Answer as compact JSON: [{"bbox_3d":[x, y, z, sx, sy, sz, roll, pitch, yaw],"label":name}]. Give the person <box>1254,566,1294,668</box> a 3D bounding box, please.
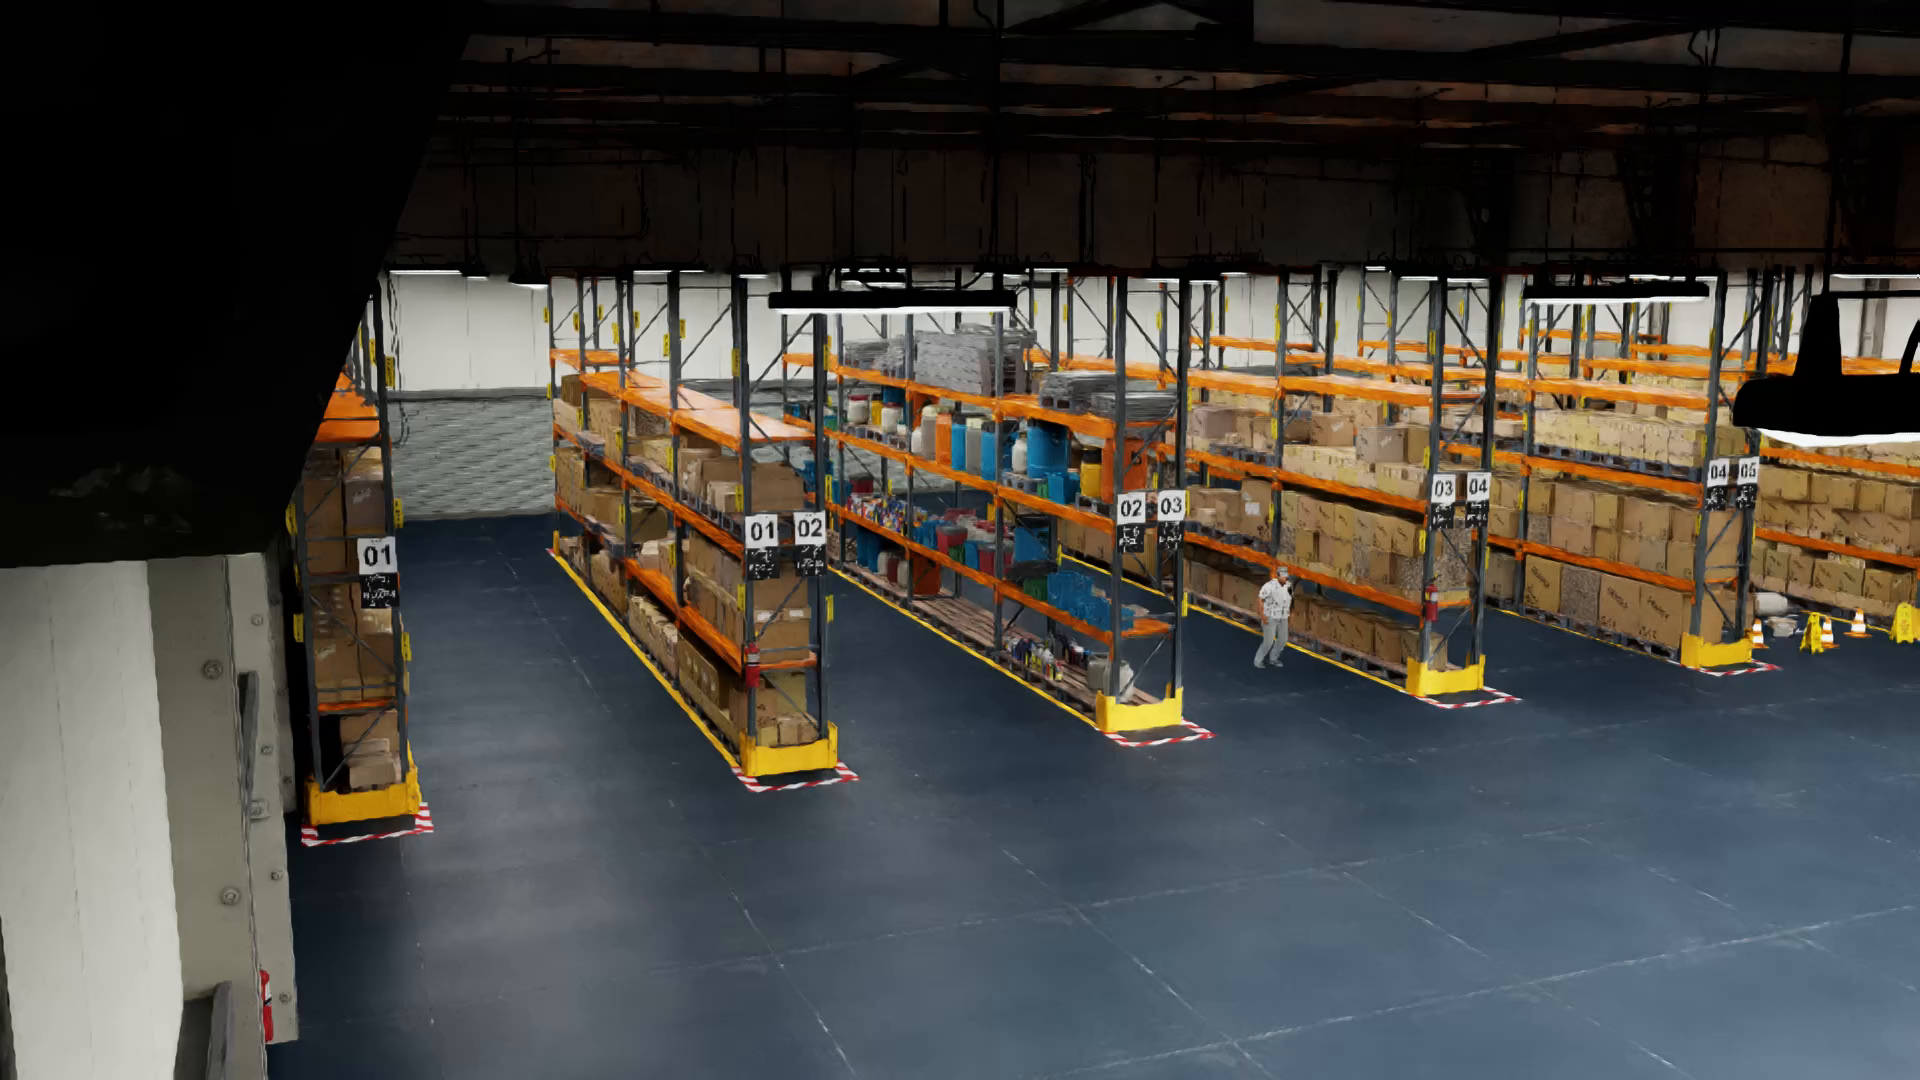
[{"bbox_3d":[4.824,1.167,25.366,0.625,1.611,0.575,-4,11,-23],"label":"person"}]
